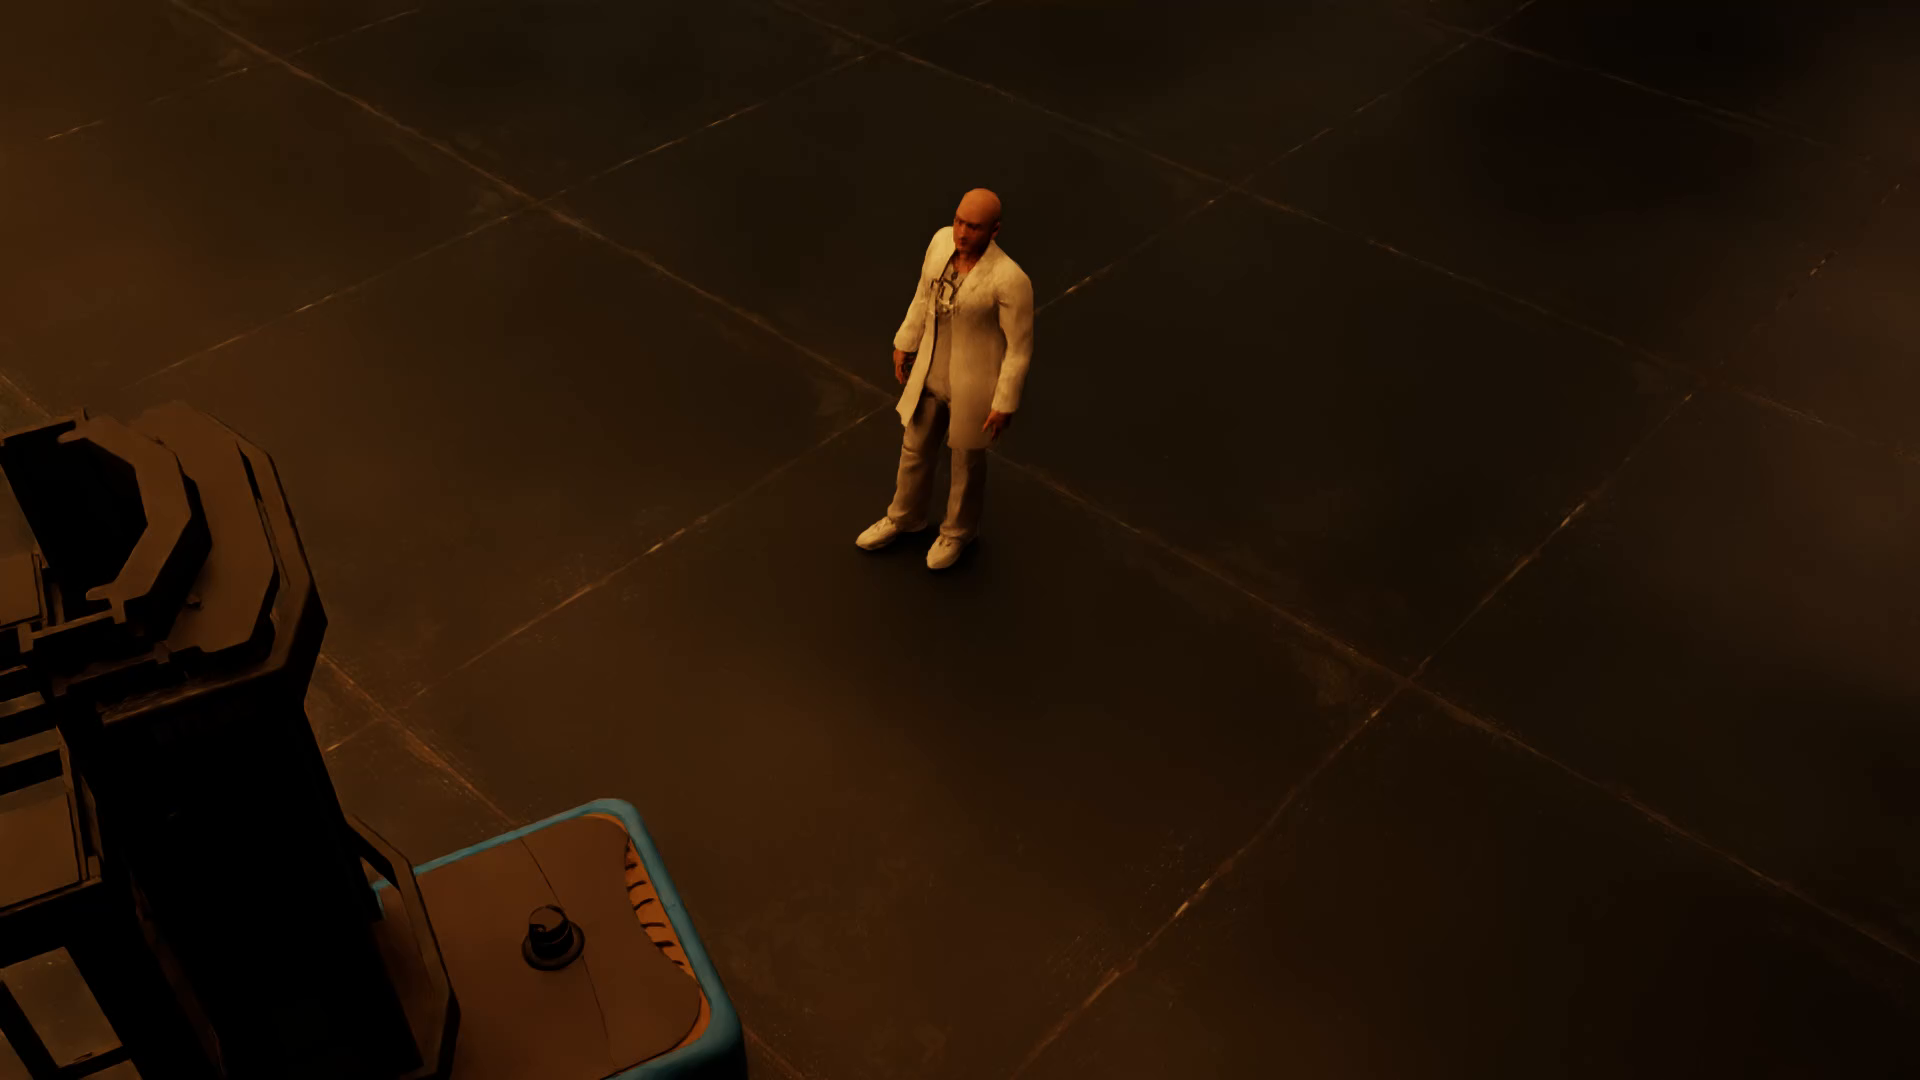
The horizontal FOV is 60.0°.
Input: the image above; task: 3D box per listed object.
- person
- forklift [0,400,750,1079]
[{"bbox_3d":[-0.065,-0.638,7.048,0.694,1.776,0.579,31,49,31],"label":"person"},{"bbox_3d":[-2.129,1.198,4.032,3.031,2.935,1.130,-19,44,-21],"label":"forklift"}]
